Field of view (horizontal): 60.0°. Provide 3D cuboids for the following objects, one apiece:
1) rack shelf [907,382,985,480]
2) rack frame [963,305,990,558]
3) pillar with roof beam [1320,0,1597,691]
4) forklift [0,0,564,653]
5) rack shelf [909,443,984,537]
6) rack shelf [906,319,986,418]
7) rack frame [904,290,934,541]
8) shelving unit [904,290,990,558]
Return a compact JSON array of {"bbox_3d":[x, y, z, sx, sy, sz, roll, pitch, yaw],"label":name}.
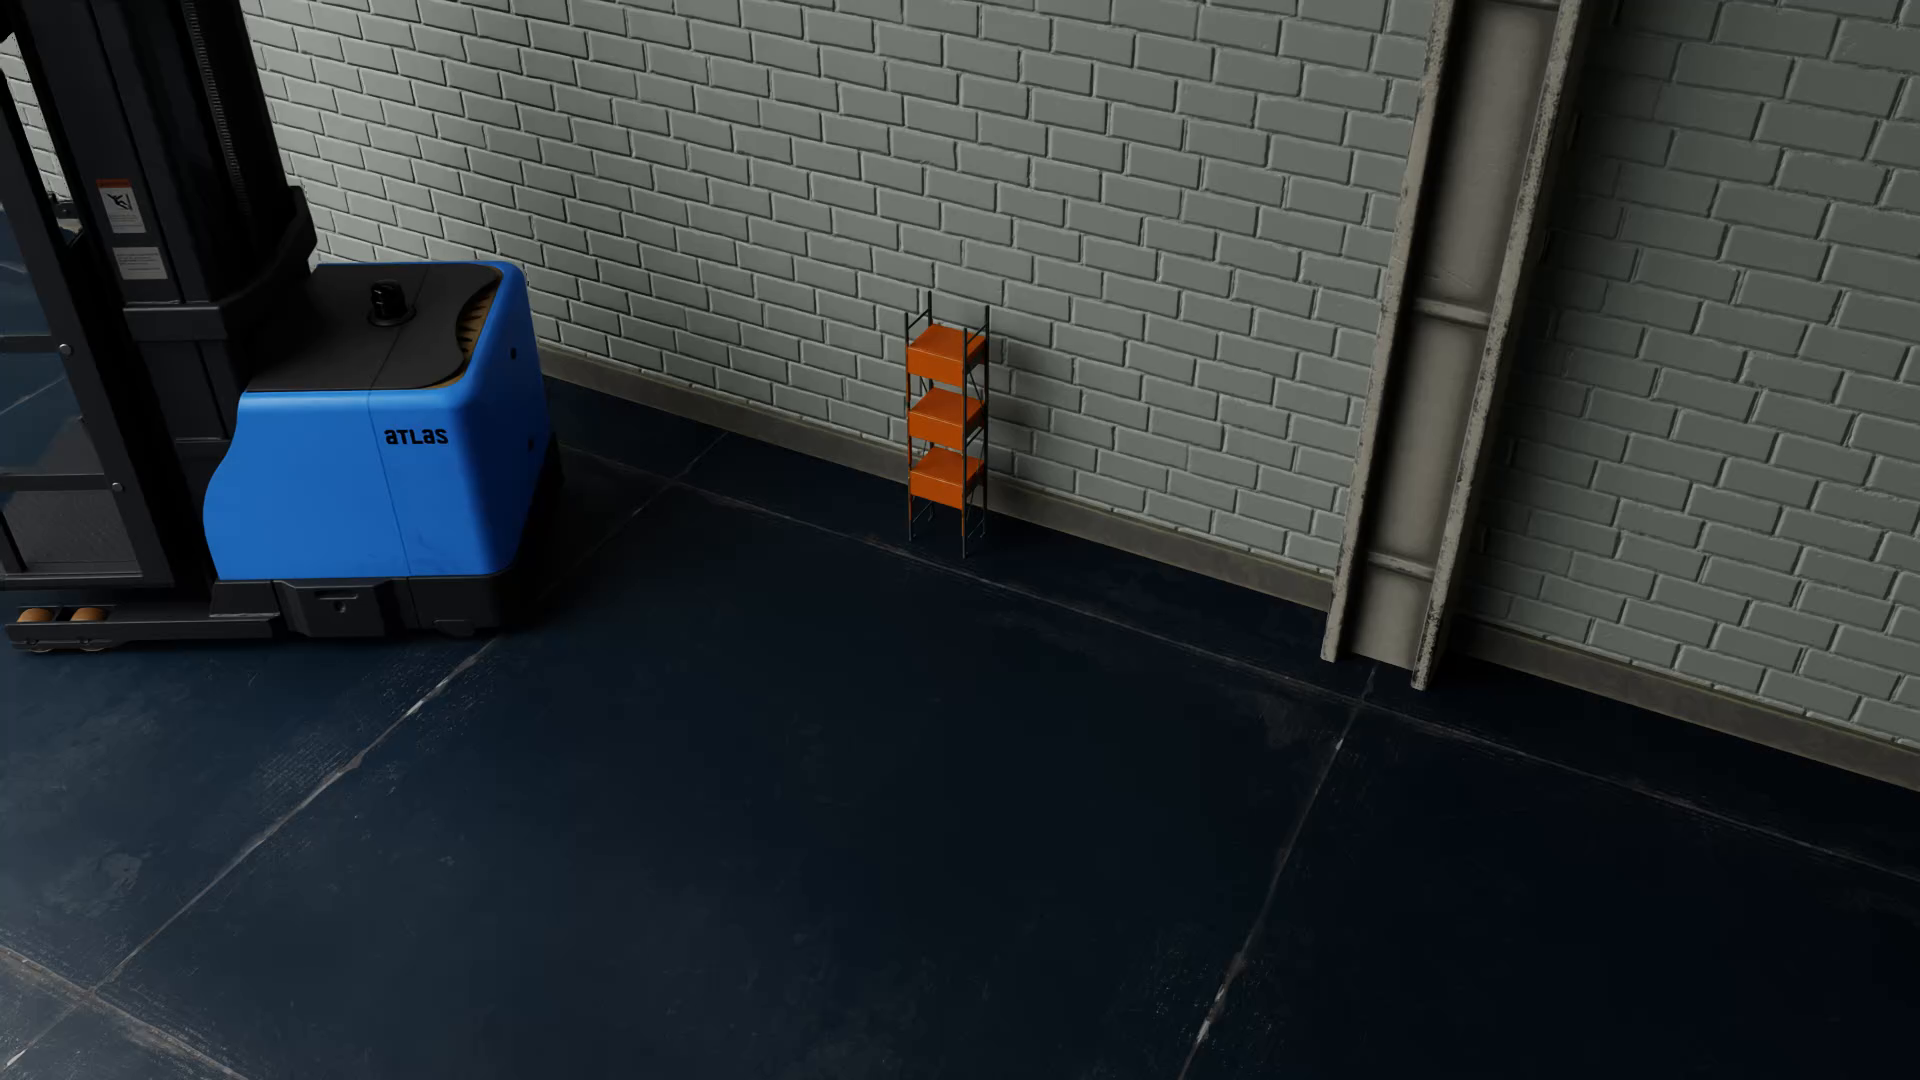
[{"bbox_3d":[-0.048,-0.425,6.459,0.240,0.259,0.215,17,41,21],"label":"rack shelf"},{"bbox_3d":[0.061,-0.399,6.407,0.008,1.050,0.200,17,41,21],"label":"rack frame"},{"bbox_3d":[-0.396,-0.862,0.443,0.400,9.000,9.100,17,41,21],"label":"pillar with roof beam"},{"bbox_3d":[-3.160,-1.074,5.741,3.031,2.935,1.130,-1,37,-1],"label":"forklift"},{"bbox_3d":[-0.048,-0.203,6.627,0.240,0.259,0.215,17,41,21],"label":"rack shelf"},{"bbox_3d":[-0.048,-0.651,6.287,0.240,0.259,0.215,17,41,21],"label":"rack shelf"},{"bbox_3d":[-0.156,-0.467,6.497,0.008,1.050,0.200,17,41,21],"label":"rack frame"},{"bbox_3d":[-0.048,-0.433,6.452,0.252,1.050,0.215,17,41,21],"label":"shelving unit"}]
